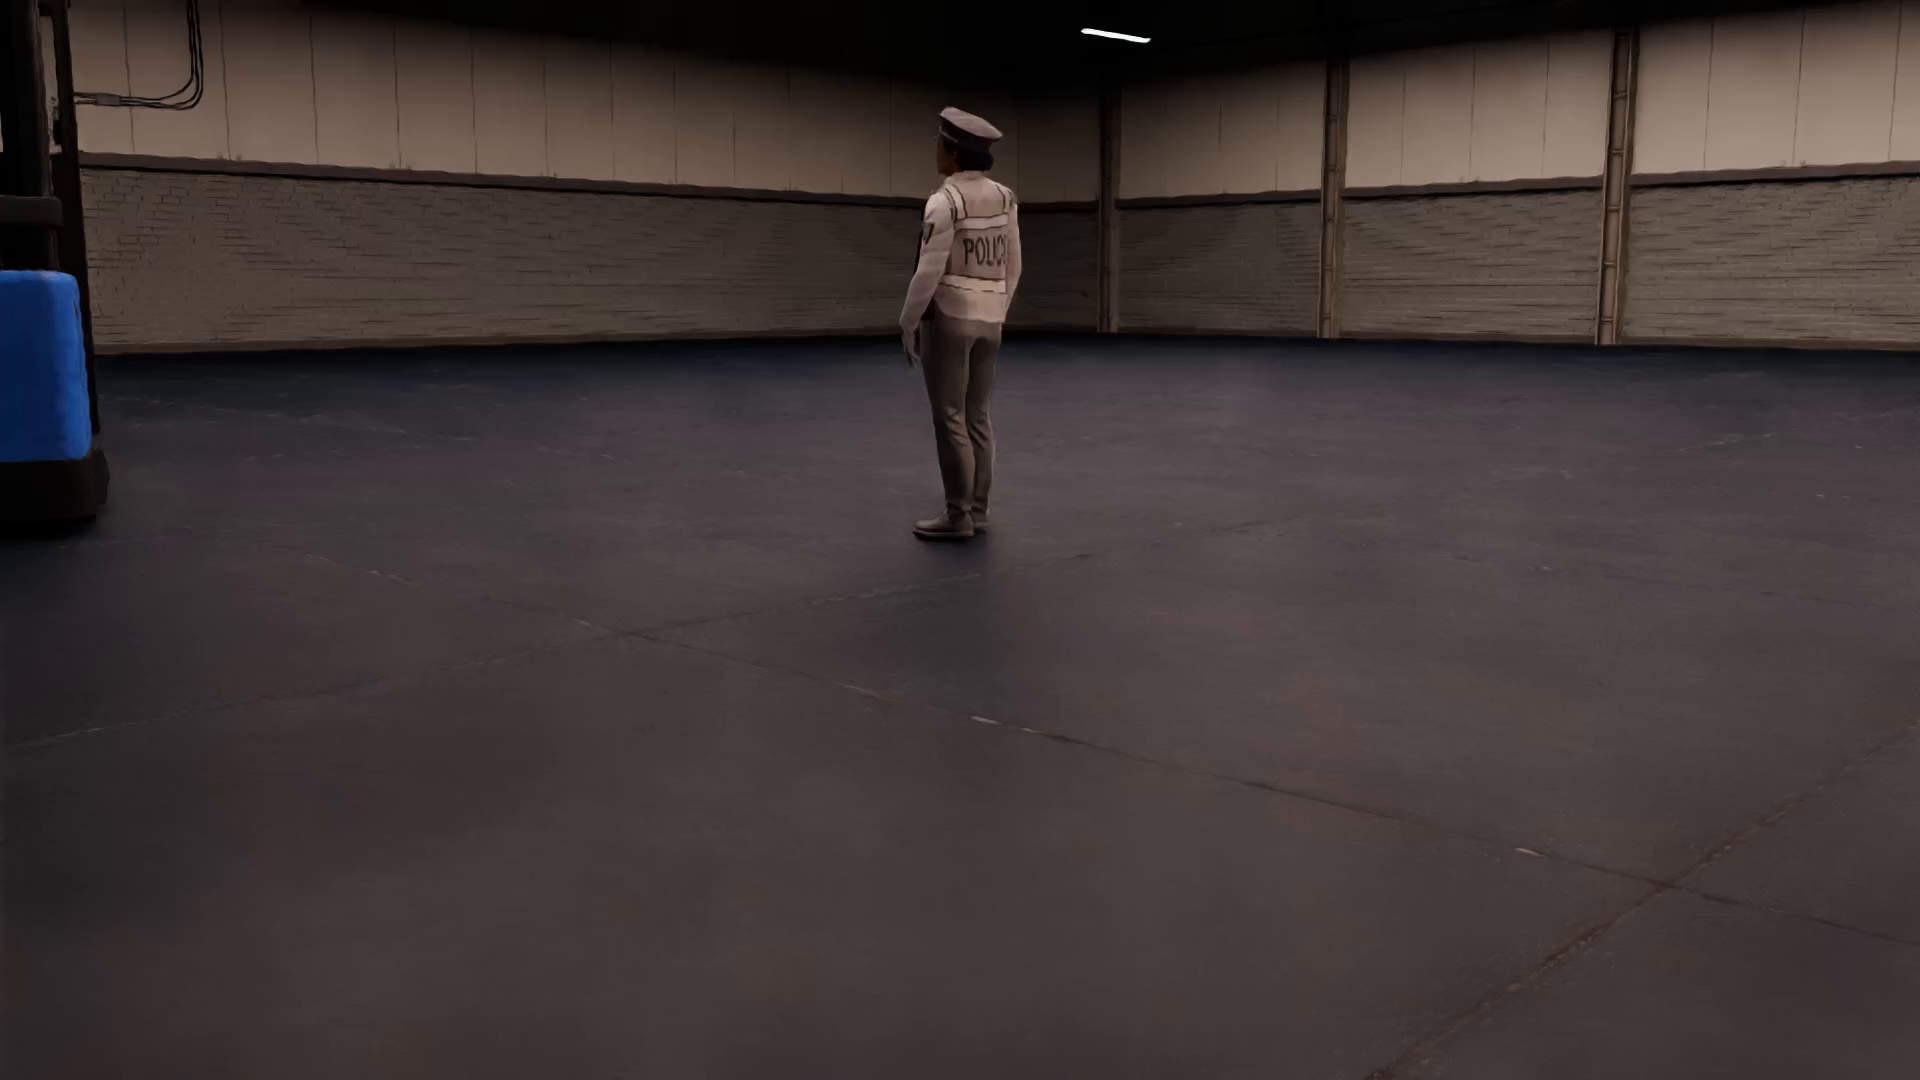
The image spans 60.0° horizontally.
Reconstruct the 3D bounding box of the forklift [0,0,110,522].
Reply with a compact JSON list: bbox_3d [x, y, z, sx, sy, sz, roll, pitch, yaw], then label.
[{"bbox_3d":[-4.708,-1.640,7.766,1.130,2.935,3.031,-4,10,-26],"label":"forklift"}]

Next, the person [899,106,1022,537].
[{"bbox_3d":[-0.044,-0.853,6.641,0.532,1.695,0.586,8,12,43],"label":"person"}]
